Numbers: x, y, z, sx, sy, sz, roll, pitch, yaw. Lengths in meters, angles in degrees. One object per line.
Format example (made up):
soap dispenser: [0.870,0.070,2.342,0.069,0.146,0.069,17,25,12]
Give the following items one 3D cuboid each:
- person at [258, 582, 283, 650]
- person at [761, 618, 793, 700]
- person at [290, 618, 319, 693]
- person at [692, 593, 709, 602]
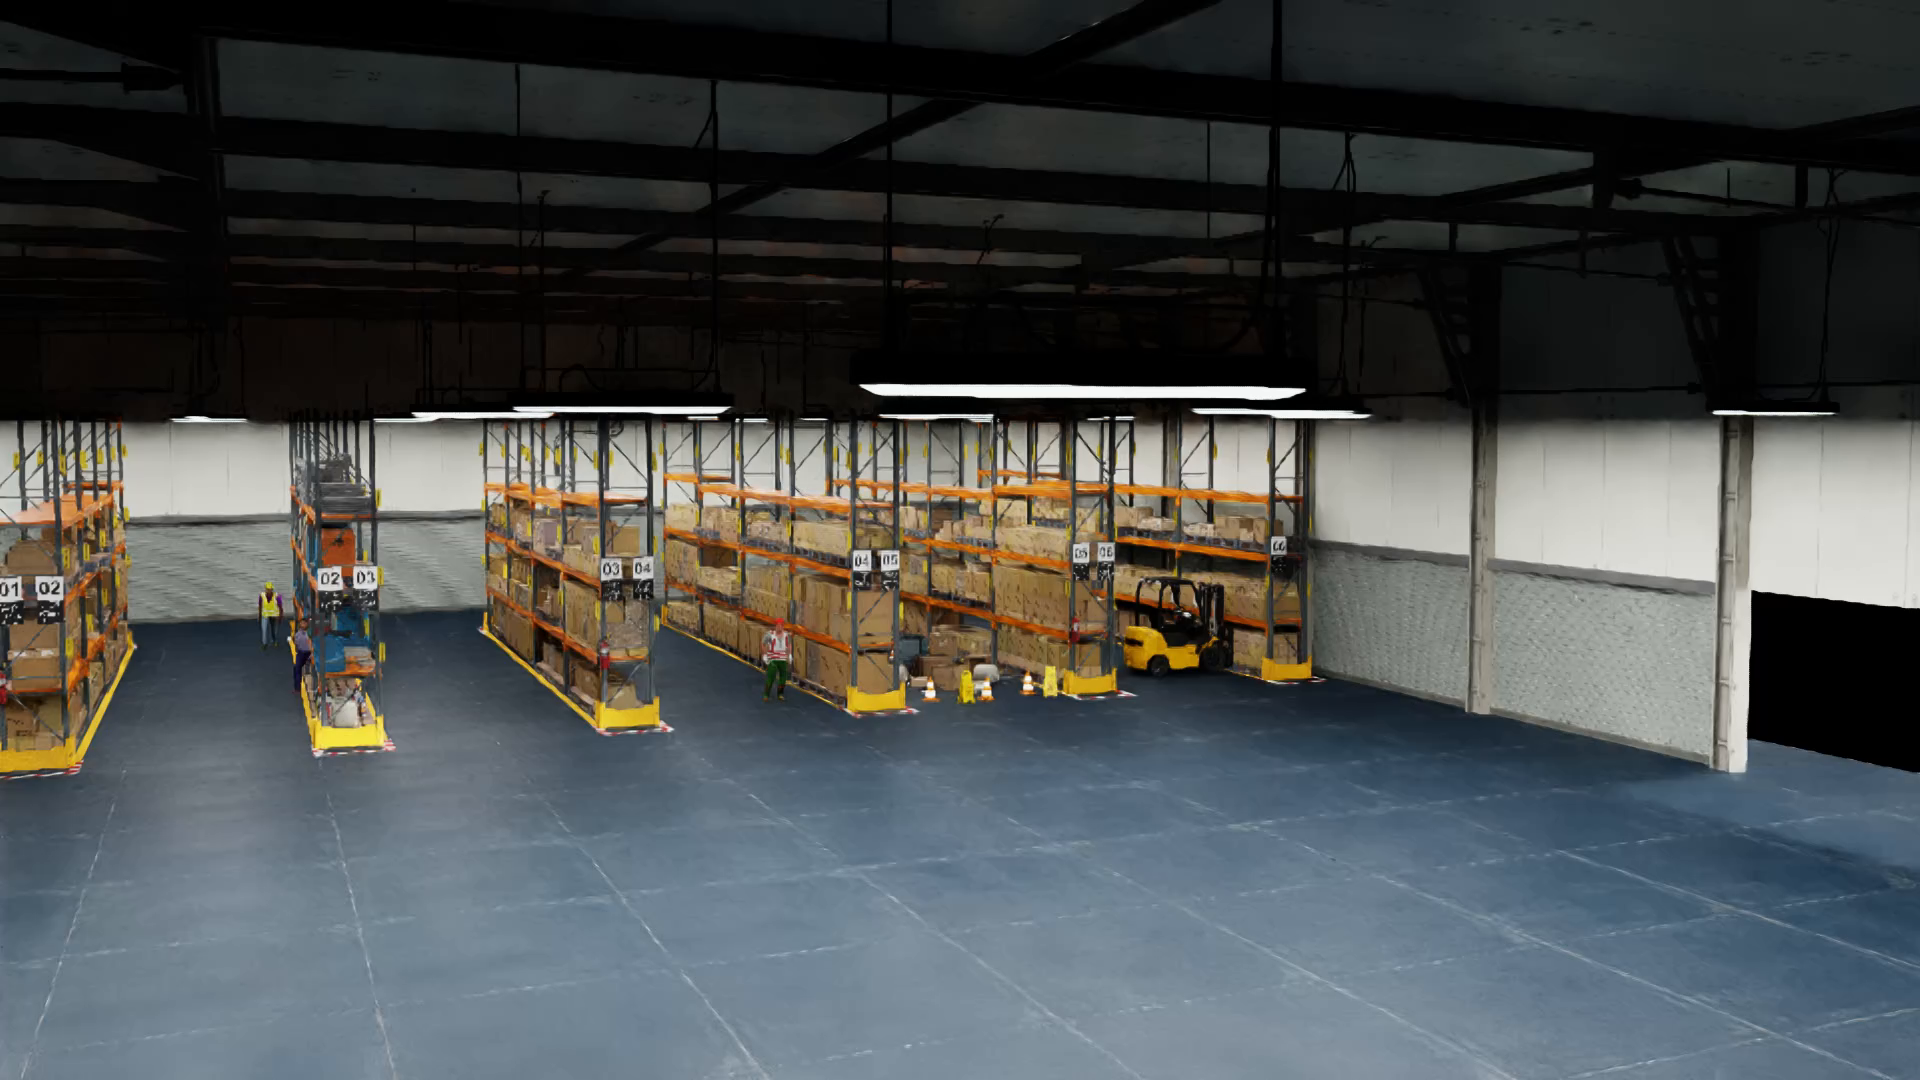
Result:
person: [-17.508,1.906,42.222,0.582,1.685,1.120,-2,4,-21]
person: [-3.774,2.455,34.348,0.677,1.742,0.552,-2,4,-25]
person: [-13.912,2.439,35.503,0.540,1.592,0.951,0,4,-2]
person: [-8.122,1.224,51.727,0.578,1.782,0.624,3,5,33]
